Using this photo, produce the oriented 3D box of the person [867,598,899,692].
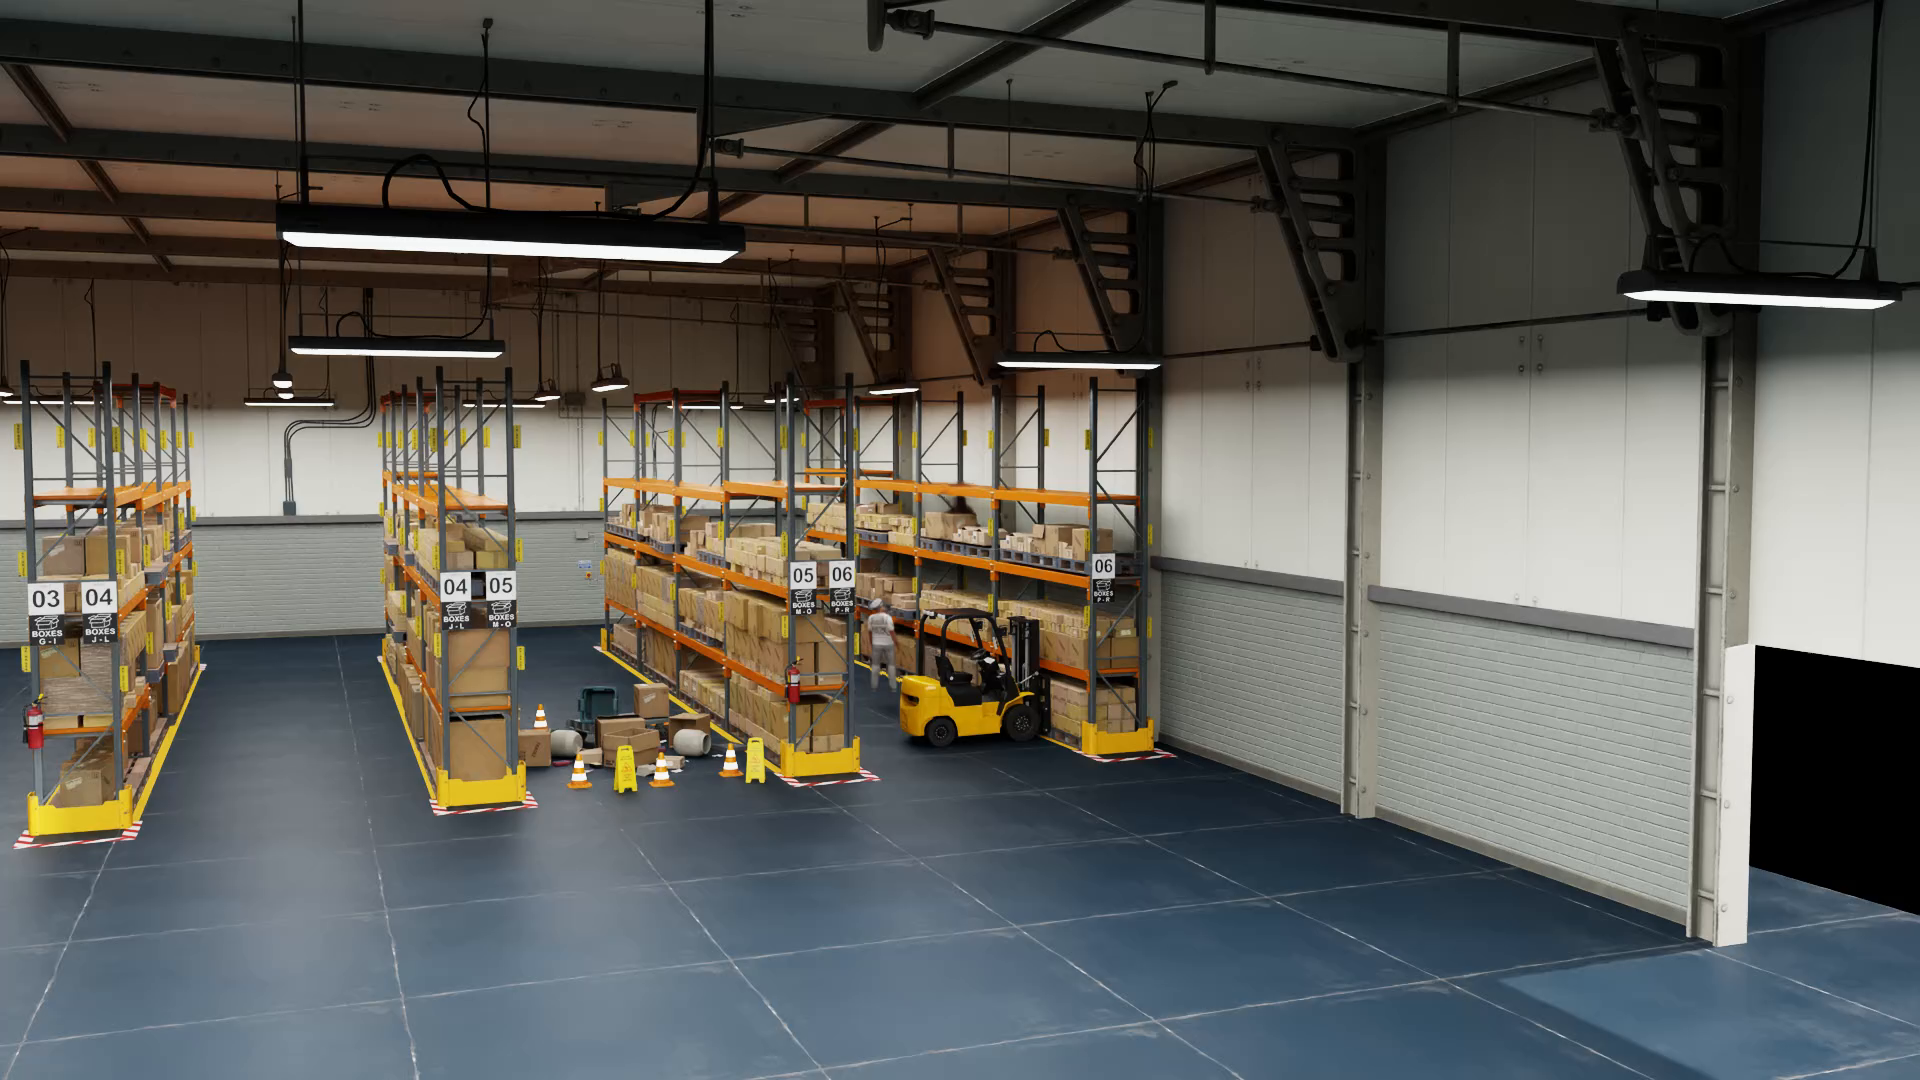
[{"bbox_3d":[-1.439,1.971,31.214,0.599,1.773,0.491,0,3,7],"label":"person"}]
